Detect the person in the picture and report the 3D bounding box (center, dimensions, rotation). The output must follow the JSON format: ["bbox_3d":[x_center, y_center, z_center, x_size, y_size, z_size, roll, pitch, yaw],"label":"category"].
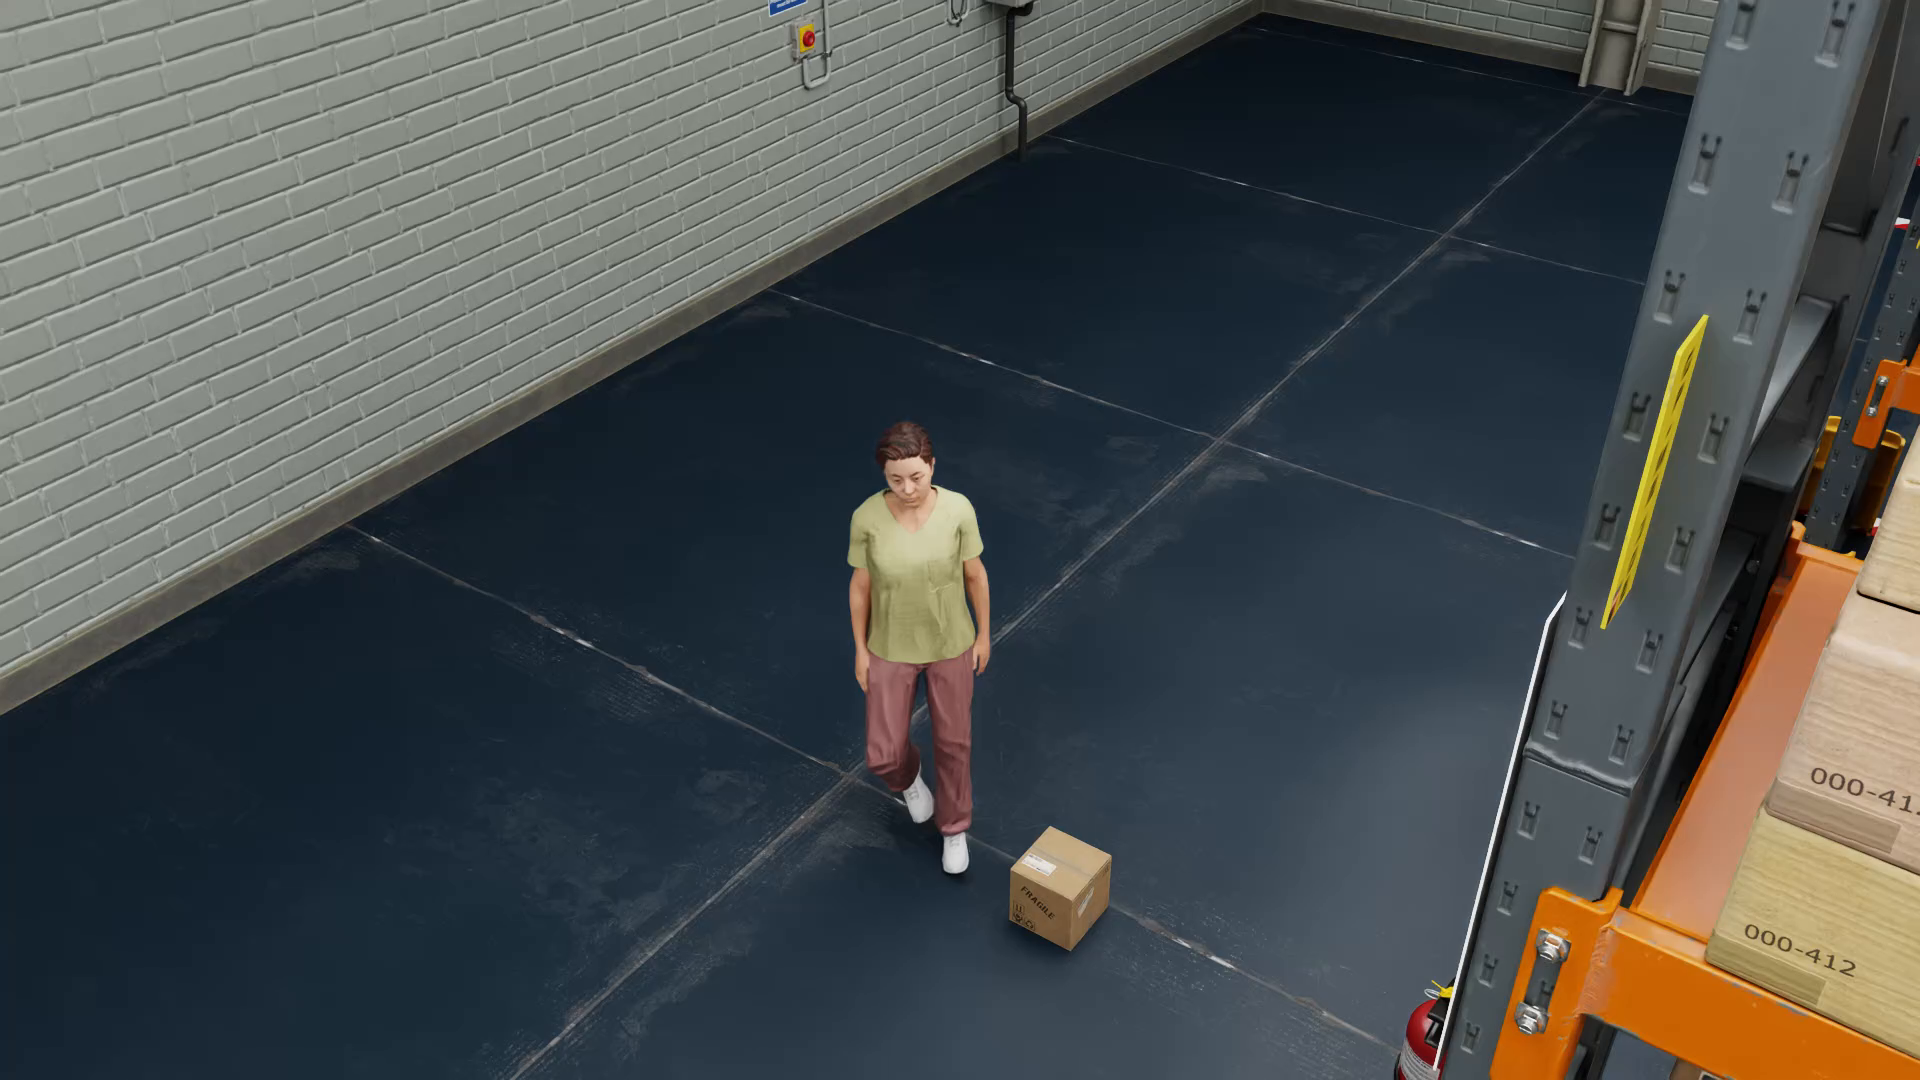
[{"bbox_3d":[-0.127,0.376,5.599,0.469,1.668,0.504,-4,35,-6],"label":"person"}]
